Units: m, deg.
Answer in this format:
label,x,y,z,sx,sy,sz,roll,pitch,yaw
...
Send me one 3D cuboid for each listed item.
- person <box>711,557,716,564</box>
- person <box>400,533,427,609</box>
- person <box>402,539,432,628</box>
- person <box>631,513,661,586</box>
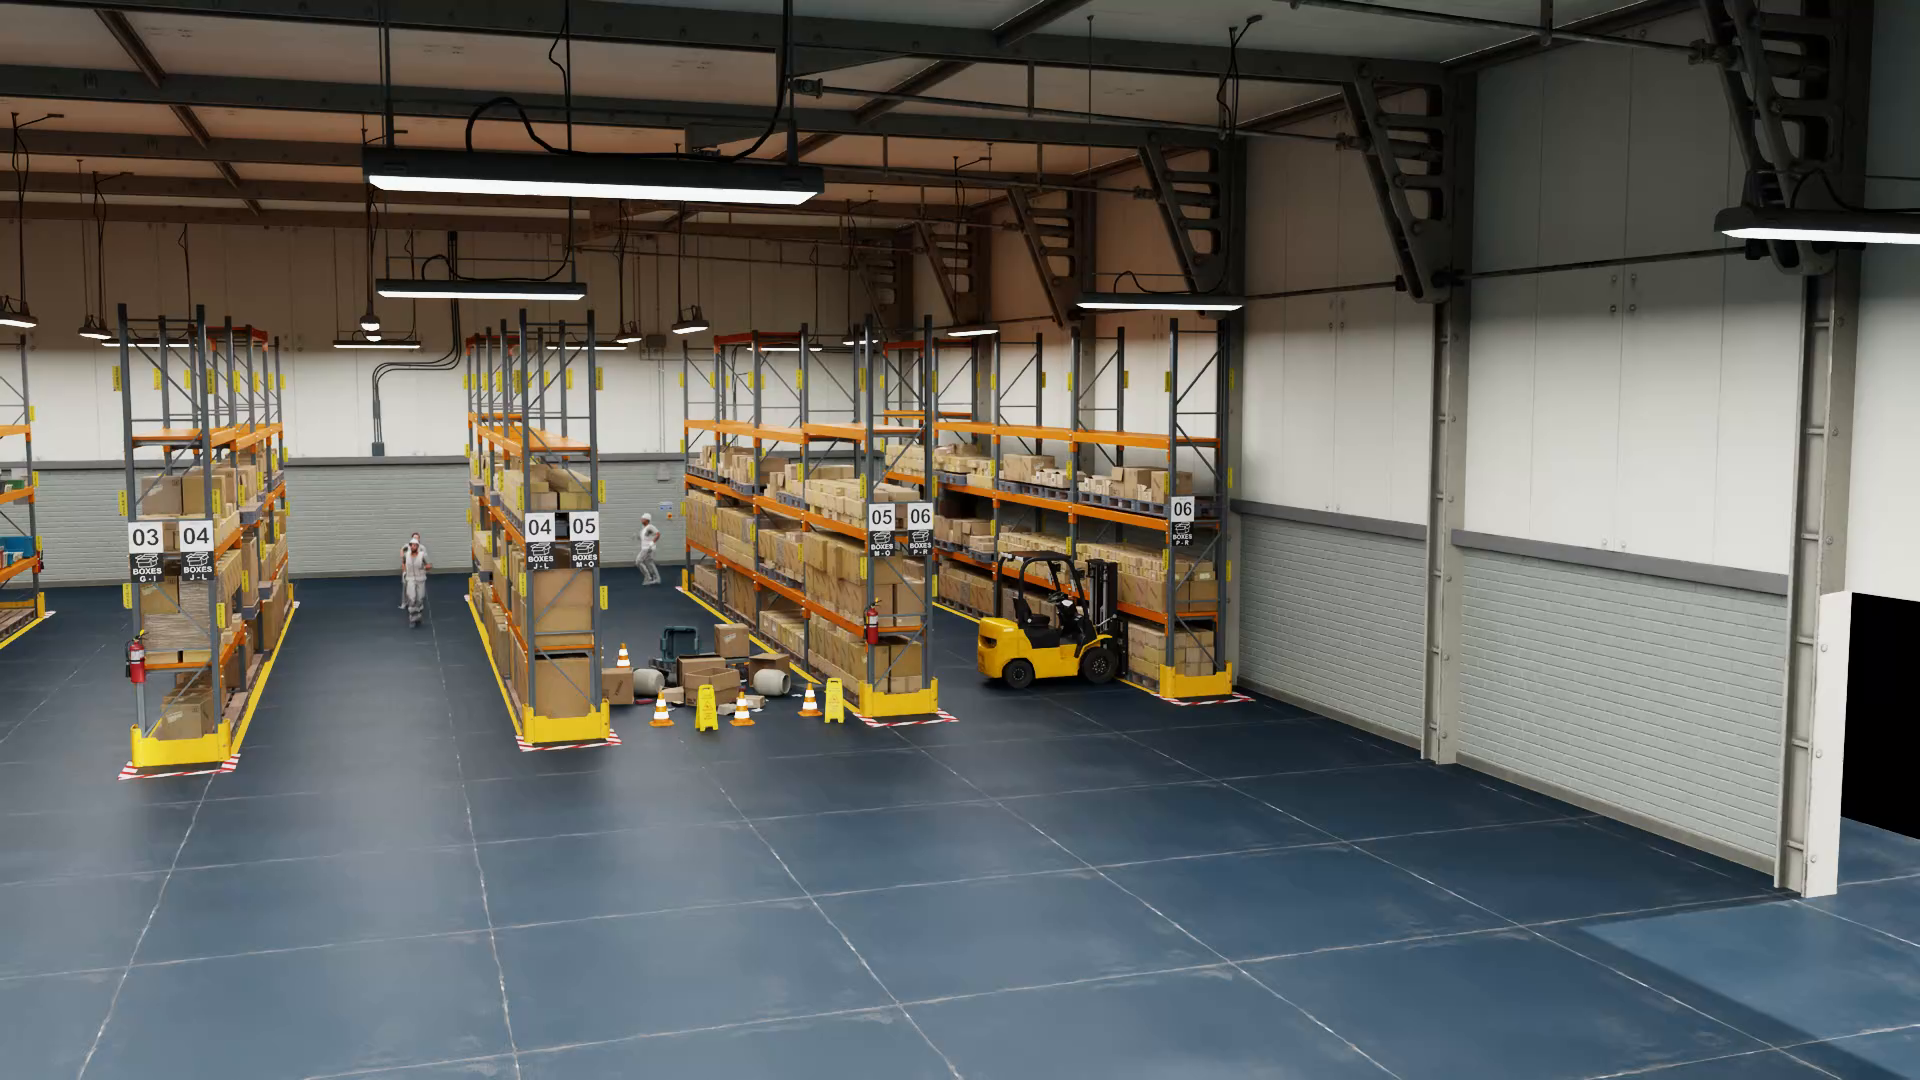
label,x,y,z,sx,sy,sz,roll,pitch,yaw
person,-6.059,0.216,41.567,0.560,1.682,0.774,3,6,25
person,-12.214,0.679,37.149,0.607,1.716,0.758,-2,6,-19
person,-11.147,0.889,34.147,0.616,1.852,0.783,-1,6,-14
person,-7.738,0.247,40.945,0.715,1.809,0.698,-1,6,-14
